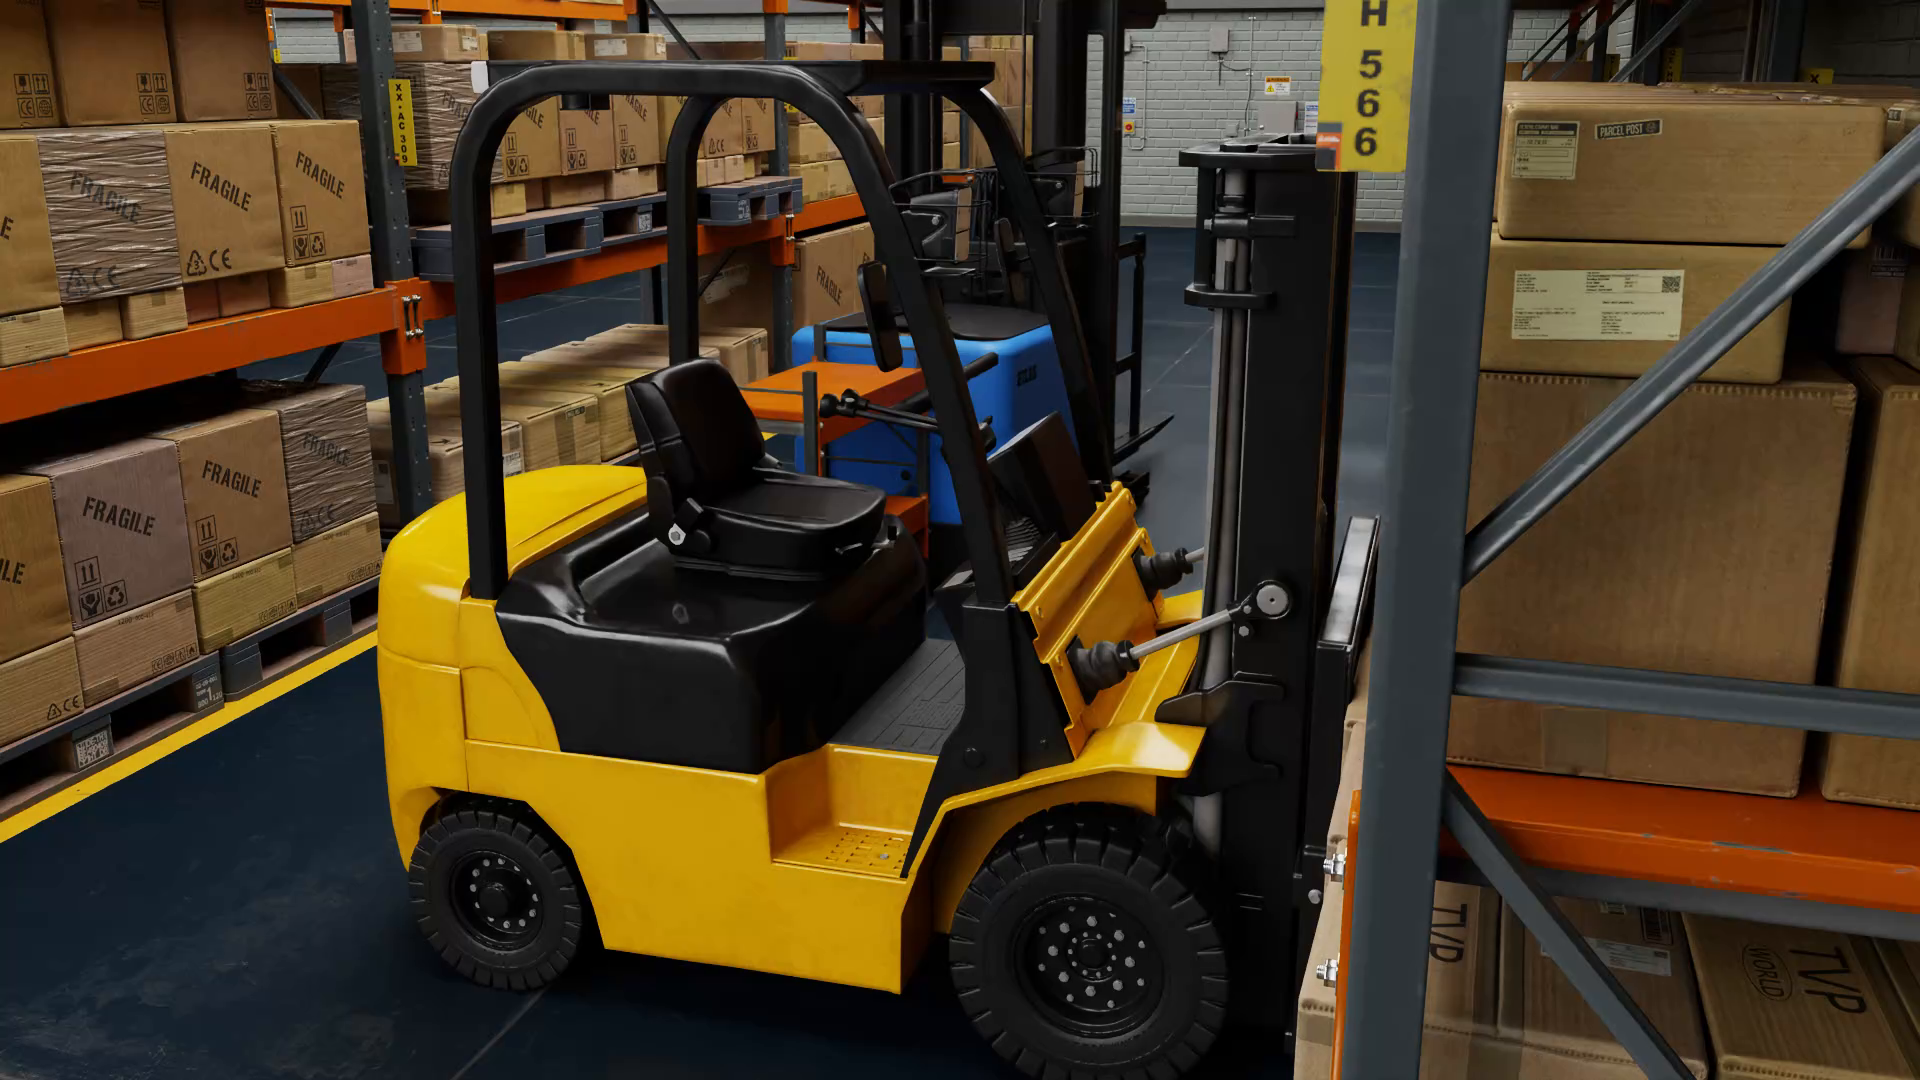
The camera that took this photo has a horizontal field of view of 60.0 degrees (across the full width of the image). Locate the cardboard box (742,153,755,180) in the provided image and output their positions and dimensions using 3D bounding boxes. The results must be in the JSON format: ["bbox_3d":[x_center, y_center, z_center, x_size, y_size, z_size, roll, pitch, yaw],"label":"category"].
[{"bbox_3d":[-1.431,-2.195,9.761,0.380,0.149,0.250,5,17,17],"label":"cardboard box"}]

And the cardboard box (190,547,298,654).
[{"bbox_3d":[-2.745,0.190,5.933,0.500,0.250,0.500,4,16,14],"label":"cardboard box"}]

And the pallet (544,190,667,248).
[{"bbox_3d":[-2.080,-1.680,8.607,1.003,0.211,1.213,5,16,16],"label":"pallet"}]

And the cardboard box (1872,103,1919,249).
[{"bbox_3d":[1.230,-0.391,1.794,0.380,0.149,0.250,4,16,15],"label":"cardboard box"}]

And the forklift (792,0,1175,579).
[{"bbox_3d":[0.321,-1.582,8.035,1.130,2.935,3.031,7,17,23],"label":"forklift"}]

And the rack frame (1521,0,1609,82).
[{"bbox_3d":[4.340,-2.956,12.754,1.000,3.000,0.127,5,16,16],"label":"rack frame"}]

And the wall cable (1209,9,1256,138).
[{"bbox_3d":[3.660,-6.245,22.489,0.588,1.984,0.122,5,16,16],"label":"wall cable"}]

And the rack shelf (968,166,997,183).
[{"bbox_3d":[0.149,-3.517,16.050,1.077,0.370,4.000,5,16,16],"label":"rack shelf"}]

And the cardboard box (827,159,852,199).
[{"bbox_3d":[-1.047,-2.465,11.299,0.500,0.250,0.500,4,16,14],"label":"cardboard box"}]

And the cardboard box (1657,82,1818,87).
[{"bbox_3d":[2.155,-1.197,4.635,0.380,0.149,0.250,4,16,14],"label":"cardboard box"}]

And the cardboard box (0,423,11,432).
[{"bbox_3d":[-3.431,-0.432,5.562,0.380,0.149,0.250,6,17,19],"label":"cardboard box"}]

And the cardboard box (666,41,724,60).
[{"bbox_3d":[-1.660,-2.978,10.816,0.500,0.500,0.500,4,16,14],"label":"cardboard box"}]

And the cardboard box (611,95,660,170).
[{"bbox_3d":[-1.854,-2.135,8.362,0.500,0.500,0.500,4,16,14],"label":"cardboard box"}]

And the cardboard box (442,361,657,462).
[{"bbox_3d":[-2.150,-0.693,8.820,0.950,0.372,0.625,5,17,18],"label":"cardboard box"}]

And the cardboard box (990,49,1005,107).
[{"bbox_3d":[0.097,-4.106,14.794,0.500,0.500,0.500,4,16,15],"label":"cardboard box"}]

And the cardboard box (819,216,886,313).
[{"bbox_3d":[-1.023,-1.881,12.086,0.875,0.875,0.875,5,17,17],"label":"cardboard box"}]

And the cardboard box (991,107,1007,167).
[{"bbox_3d":[0.111,-3.622,14.918,0.500,0.500,0.500,5,17,16],"label":"cardboard box"}]

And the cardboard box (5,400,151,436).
[{"bbox_3d":[-3.261,-0.212,5.976,0.500,0.500,0.500,5,17,18],"label":"cardboard box"}]

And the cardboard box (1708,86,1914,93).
[{"bbox_3d":[1.871,-0.927,3.682,0.380,0.149,0.250,4,16,15],"label":"cardboard box"}]

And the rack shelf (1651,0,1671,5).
[{"bbox_3d":[2.635,-2.483,6.908,1.077,0.370,4.000,5,16,16],"label":"rack shelf"}]

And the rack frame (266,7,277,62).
[{"bbox_3d":[-8.784,-5.155,20.506,1.000,3.000,0.127,5,16,16],"label":"rack frame"}]

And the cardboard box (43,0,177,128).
[{"bbox_3d":[-3.192,-1.689,5.726,0.700,0.500,0.500,5,17,16],"label":"cardboard box"}]

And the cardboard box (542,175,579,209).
[{"bbox_3d":[-2.033,-1.657,7.865,0.380,0.149,0.250,5,17,17],"label":"cardboard box"}]

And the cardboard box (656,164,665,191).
[{"bbox_3d":[-1.796,-1.931,8.831,0.380,0.149,0.250,5,17,16],"label":"cardboard box"}]

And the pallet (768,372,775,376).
[{"bbox_3d":[-1.260,-1.152,11.505,1.003,0.211,1.213,5,16,16],"label":"pallet"}]

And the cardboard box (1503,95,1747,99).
[{"bbox_3d":[0.919,-0.567,2.415,0.380,0.149,0.250,5,17,17],"label":"cardboard box"}]

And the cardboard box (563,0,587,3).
[{"bbox_3d":[-4.225,-5.712,17.250,0.500,0.250,0.500,5,17,18],"label":"cardboard box"}]

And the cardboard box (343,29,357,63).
[{"bbox_3d":[-2.595,-2.272,7.655,0.380,0.149,0.250,4,16,14],"label":"cardboard box"}]

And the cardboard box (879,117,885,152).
[{"bbox_3d":[-0.718,-2.971,12.167,0.500,0.250,0.500,5,17,17],"label":"cardboard box"}]

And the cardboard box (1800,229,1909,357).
[{"bbox_3d":[1.284,-0.315,2.070,0.380,0.149,0.250,5,16,16],"label":"cardboard box"}]

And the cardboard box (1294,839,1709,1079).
[{"bbox_3d":[0.762,0.679,2.377,0.500,0.250,0.500,5,17,18],"label":"cardboard box"}]

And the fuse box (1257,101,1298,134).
[{"bbox_3d":[4.270,-5.042,22.471,0.539,1.711,0.414,5,16,16],"label":"fuse box"}]

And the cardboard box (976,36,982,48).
[{"bbox_3d":[-0.024,-4.312,14.330,0.380,0.149,0.250,5,17,17],"label":"cardboard box"}]

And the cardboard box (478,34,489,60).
[{"bbox_3d":[-4.700,-4.605,16.009,0.500,0.500,0.500,4,16,14],"label":"cardboard box"}]

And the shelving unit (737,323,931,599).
[{"bbox_3d":[-0.549,-0.195,6.454,0.538,1.125,1.048,6,17,21],"label":"shelving unit"}]

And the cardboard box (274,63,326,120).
[{"bbox_3d":[-2.782,-1.779,7.106,0.500,0.500,0.500,4,16,15],"label":"cardboard box"}]

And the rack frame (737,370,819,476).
[{"bbox_3d":[-0.734,-0.065,5.999,0.500,1.125,0.032,6,17,21],"label":"rack frame"}]

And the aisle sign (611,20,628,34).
[{"bbox_3d":[-3.749,-5.990,18.688,0.394,0.787,0.004,5,16,16],"label":"aisle sign"}]

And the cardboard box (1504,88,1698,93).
[{"bbox_3d":[1.260,-0.832,3.347,0.380,0.149,0.250,5,17,17],"label":"cardboard box"}]

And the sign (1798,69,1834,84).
[{"bbox_3d":[2.599,-1.275,5.095,0.100,0.325,0.005,5,16,16],"label":"sign"}]

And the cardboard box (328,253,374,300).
[{"bbox_3d":[-2.492,-1.018,6.383,0.380,0.149,0.250,4,16,15],"label":"cardboard box"}]

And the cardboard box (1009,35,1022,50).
[{"bbox_3d":[0.370,-4.641,15.489,0.380,0.149,0.250,5,16,16],"label":"cardboard box"}]

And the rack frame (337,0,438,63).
[{"bbox_3d":[-5.195,-3.697,15.367,1.000,3.000,0.127,5,16,16],"label":"rack frame"}]

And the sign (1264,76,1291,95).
[{"bbox_3d":[4.275,-6.118,22.389,0.339,0.242,0.001,5,16,16],"label":"sign"}]

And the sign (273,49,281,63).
[{"bbox_3d":[-8.268,-5.780,20.155,0.100,0.325,0.005,5,16,16],"label":"sign"}]

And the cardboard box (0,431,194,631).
[{"bbox_3d":[-2.891,-0.044,5.384,0.500,0.500,0.500,6,17,19],"label":"cardboard box"}]

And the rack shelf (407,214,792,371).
[{"bbox_3d":[-2.125,-1.424,8.671,1.077,0.370,4.000,5,16,16],"label":"rack shelf"}]

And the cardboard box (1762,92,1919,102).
[{"bbox_3d":[1.534,-0.661,2.747,0.380,0.149,0.250,5,17,18],"label":"cardboard box"}]

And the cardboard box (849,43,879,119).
[{"bbox_3d":[-0.888,-3.197,11.589,0.500,0.500,0.500,5,17,17],"label":"cardboard box"}]

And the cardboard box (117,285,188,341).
[{"bbox_3d":[-2.778,-0.752,5.445,0.380,0.149,0.250,4,16,15],"label":"cardboard box"}]

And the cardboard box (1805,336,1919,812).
[{"bbox_3d":[1.337,0.027,2.053,0.500,0.500,0.500,5,17,18],"label":"cardboard box"}]

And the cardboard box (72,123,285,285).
[{"bbox_3d":[-2.721,-1.167,5.720,0.500,0.500,0.500,5,17,18],"label":"cardboard box"}]
